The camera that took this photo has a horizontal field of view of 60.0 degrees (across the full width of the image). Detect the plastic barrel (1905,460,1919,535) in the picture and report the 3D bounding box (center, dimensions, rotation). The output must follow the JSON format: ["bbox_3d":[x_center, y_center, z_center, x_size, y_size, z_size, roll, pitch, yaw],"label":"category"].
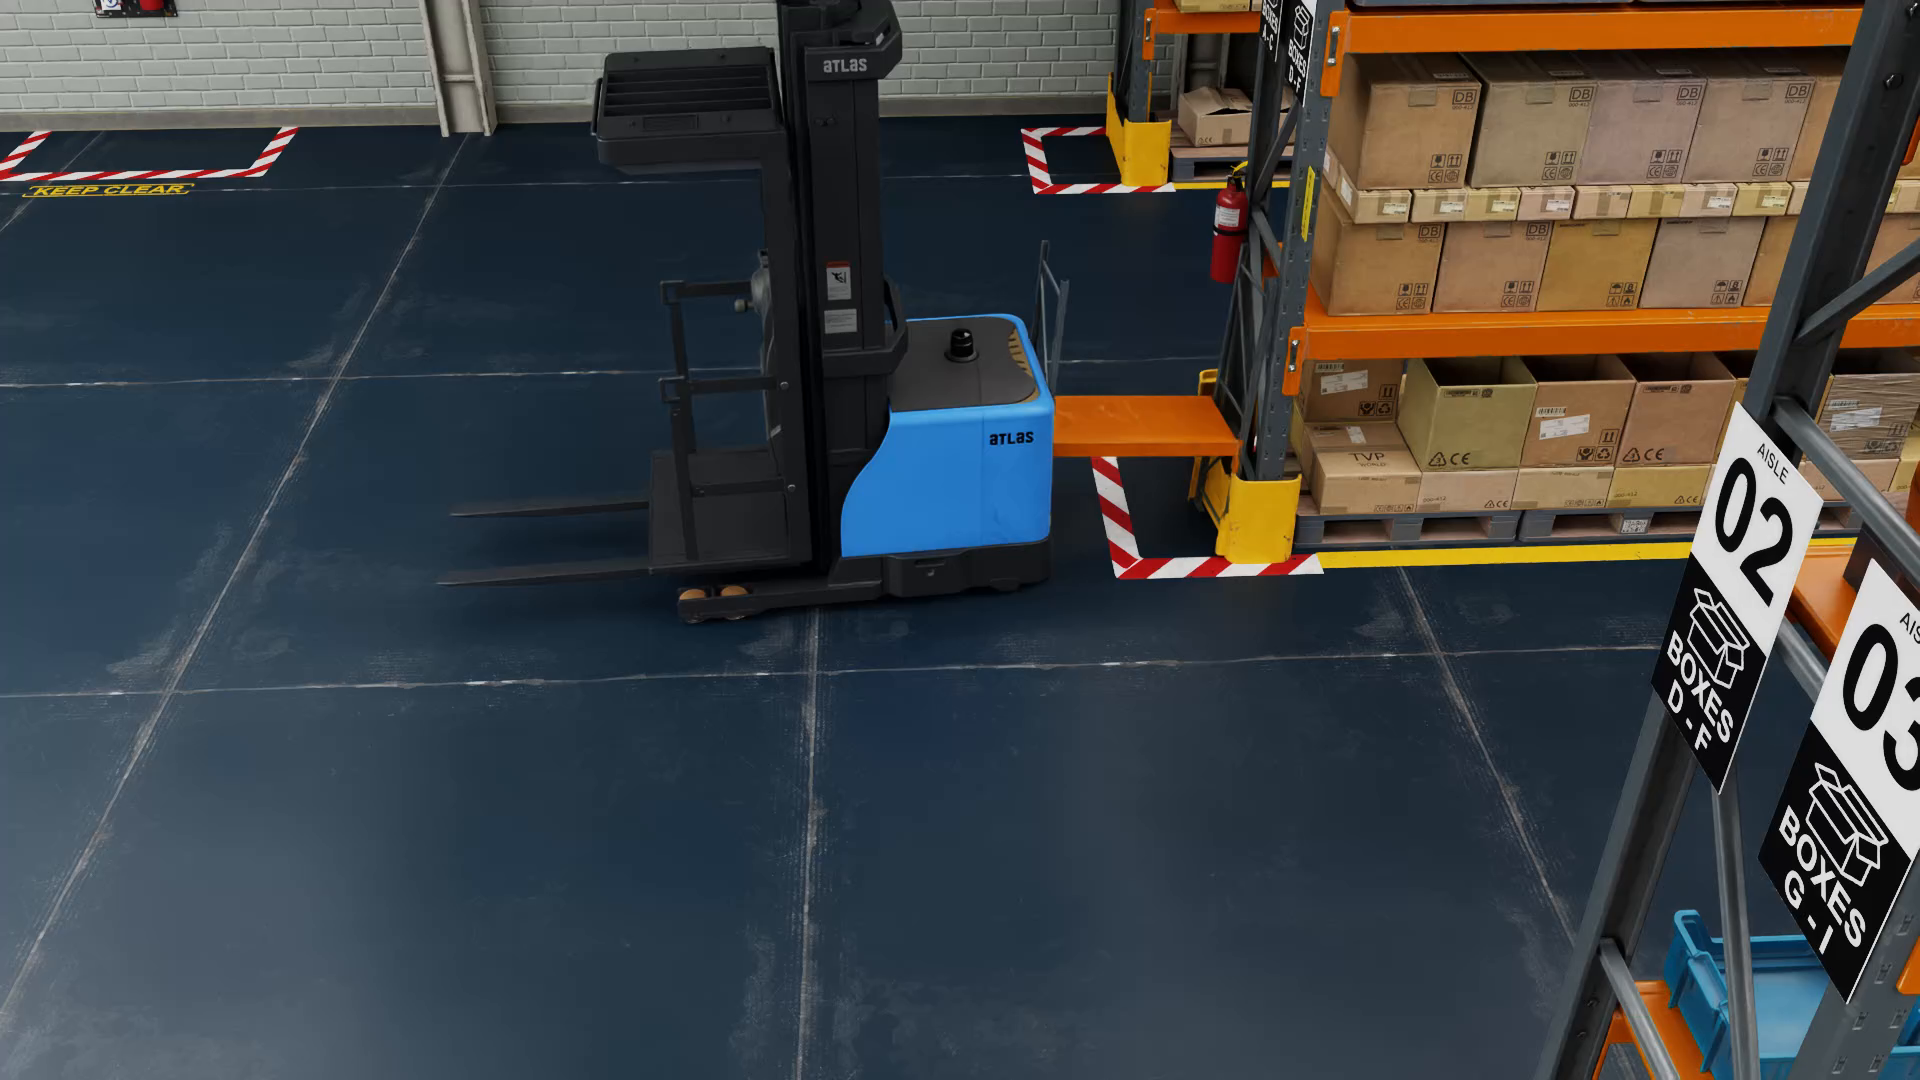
[{"bbox_3d":[2.260,-0.297,3.197,0.708,0.830,0.600,-2,35,-2],"label":"plastic barrel"}]

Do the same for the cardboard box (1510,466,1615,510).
[{"bbox_3d":[3.095,-0.403,8.780,0.500,0.250,0.500,-2,35,-2],"label":"cardboard box"}]

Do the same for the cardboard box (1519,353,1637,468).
[{"bbox_3d":[3.095,-0.718,8.576,0.500,0.500,0.500,-2,35,-2],"label":"cardboard box"}]

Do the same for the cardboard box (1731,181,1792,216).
[{"bbox_3d":[3.751,-1.689,7.933,0.250,0.149,0.380,0,35,-1],"label":"cardboard box"}]

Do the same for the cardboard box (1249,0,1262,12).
[{"bbox_3d":[2.332,-4.061,12.133,0.500,0.250,0.500,-3,35,-4],"label":"cardboard box"}]

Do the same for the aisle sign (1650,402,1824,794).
[{"bbox_3d":[1.695,0.135,3.670,0.004,0.787,0.394,-2,35,-2],"label":"aisle sign"}]

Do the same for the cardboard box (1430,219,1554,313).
[{"bbox_3d":[2.541,-1.508,8.241,0.500,0.500,0.700,-1,35,-1],"label":"cardboard box"}]

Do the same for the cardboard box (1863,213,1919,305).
[{"bbox_3d":[4.576,-1.560,8.316,0.500,0.500,0.700,-2,35,-3],"label":"cardboard box"}]

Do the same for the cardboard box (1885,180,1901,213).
[{"bbox_3d":[4.268,-1.705,7.955,0.250,0.149,0.380,-2,35,-2],"label":"cardboard box"}]

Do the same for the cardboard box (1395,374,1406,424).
[{"bbox_3d":[2.571,-0.689,9.193,0.500,0.250,0.500,-2,35,-2],"label":"cardboard box"}]

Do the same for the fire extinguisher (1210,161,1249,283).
[{"bbox_3d":[1.410,-1.673,8.636,0.183,0.674,0.296,-2,35,-2],"label":"fire extinguisher"}]

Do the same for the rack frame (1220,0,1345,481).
[{"bbox_3d":[1.550,-1.444,8.237,0.127,3.000,1.000,-2,35,-2],"label":"rack frame"}]

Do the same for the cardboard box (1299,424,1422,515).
[{"bbox_3d":[2.096,-0.374,8.739,0.500,0.250,0.500,-2,35,-2],"label":"cardboard box"}]

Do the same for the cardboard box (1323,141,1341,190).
[{"bbox_3d":[1.923,-1.871,8.196,0.250,0.149,0.380,-2,35,-3],"label":"cardboard box"}]

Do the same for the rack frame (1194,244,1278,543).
[{"bbox_3d":[1.391,-0.709,8.467,0.032,1.500,0.500,-1,33,-10],"label":"rack frame"}]

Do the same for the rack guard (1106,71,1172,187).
[{"bbox_3d":[1.388,-3.234,13.020,0.348,0.500,1.175,-2,35,-2],"label":"rack guard"}]

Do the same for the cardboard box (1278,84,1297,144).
[{"bbox_3d":[2.577,-3.318,12.921,0.500,0.311,0.500,1,35,2],"label":"cardboard box"}]

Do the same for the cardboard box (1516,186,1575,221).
[{"bbox_3d":[2.717,-1.661,7.892,0.250,0.149,0.380,-2,35,-3],"label":"cardboard box"}]

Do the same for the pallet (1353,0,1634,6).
[{"bbox_3d":[2.258,-2.646,7.415,1.213,0.211,1.003,-2,35,-2],"label":"pallet"}]

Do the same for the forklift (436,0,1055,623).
[{"bbox_3d":[-1.097,-1.118,7.826,3.031,2.935,1.130,-5,35,-7],"label":"forklift"}]

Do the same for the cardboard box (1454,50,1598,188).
[{"bbox_3d":[2.595,-2.043,7.875,0.500,0.500,0.700,-2,35,-3],"label":"cardboard box"}]

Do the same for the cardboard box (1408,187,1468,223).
[{"bbox_3d":[2.216,-1.649,7.875,0.250,0.149,0.380,-2,35,-3],"label":"cardboard box"}]

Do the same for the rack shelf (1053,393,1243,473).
[{"bbox_3d":[0.876,-0.549,8.473,1.000,0.185,0.538,-1,33,-10],"label":"rack shelf"}]

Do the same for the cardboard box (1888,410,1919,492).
[{"bbox_3d":[5.093,-0.458,8.859,0.500,0.250,0.500,-2,35,-2],"label":"cardboard box"}]

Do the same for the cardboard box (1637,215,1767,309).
[{"bbox_3d":[3.563,-1.534,8.279,0.500,0.500,0.700,-1,35,-1],"label":"cardboard box"}]

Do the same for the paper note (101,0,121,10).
[{"bbox_3d":[-6.673,-4.236,13.046,0.142,0.148,0.016,-2,35,-2],"label":"paper note"}]

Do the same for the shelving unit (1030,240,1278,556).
[{"bbox_3d":[0.900,-0.701,8.379,1.083,1.500,0.587,-1,33,-10],"label":"shelving unit"}]

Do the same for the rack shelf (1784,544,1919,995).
[{"bbox_3d":[3.779,0.380,3.598,4.000,0.370,1.077,-2,35,-2],"label":"rack shelf"}]

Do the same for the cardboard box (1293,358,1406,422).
[{"bbox_3d":[2.072,-0.978,8.952,0.500,0.500,0.500,-2,35,-2],"label":"cardboard box"}]

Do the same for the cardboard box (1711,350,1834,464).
[{"bbox_3d":[4.094,-0.743,8.613,0.500,0.500,0.500,-2,35,-2],"label":"cardboard box"}]

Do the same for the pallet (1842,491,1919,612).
[{"bbox_3d":[2.612,0.249,3.321,1.213,0.211,1.003,-2,35,-2],"label":"pallet"}]

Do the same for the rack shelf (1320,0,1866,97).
[{"bbox_3d":[3.548,-2.436,7.666,4.000,0.370,1.077,-2,35,-2],"label":"rack shelf"}]

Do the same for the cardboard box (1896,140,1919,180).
[{"bbox_3d":[4.598,-2.097,7.952,0.500,0.500,0.700,-2,35,-2],"label":"cardboard box"}]

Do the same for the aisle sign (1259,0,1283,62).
[{"bbox_3d":[1.471,-2.679,7.736,0.004,0.787,0.394,-2,35,-2],"label":"aisle sign"}]

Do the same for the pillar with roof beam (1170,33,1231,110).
[{"bbox_3d":[2.174,-4.790,7.801,0.400,9.000,9.100,-2,35,-2],"label":"pillar with roof beam"}]

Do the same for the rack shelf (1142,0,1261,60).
[{"bbox_3d":[3.310,-4.018,12.589,4.000,0.370,1.077,-2,35,-2],"label":"rack shelf"}]

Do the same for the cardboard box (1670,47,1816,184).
[{"bbox_3d":[3.599,-2.071,7.914,0.500,0.500,0.700,-2,35,-2],"label":"cardboard box"}]

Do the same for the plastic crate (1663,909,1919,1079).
[{"bbox_3d":[2.267,1.249,4.476,0.616,0.251,0.499,-2,35,-2],"label":"plastic crate"}]

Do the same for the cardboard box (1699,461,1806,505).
[{"bbox_3d":[4.094,-0.428,8.816,0.500,0.250,0.500,-2,35,-2],"label":"cardboard box"}]

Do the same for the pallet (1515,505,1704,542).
[{"bbox_3d":[3.528,-0.373,9.140,1.213,0.211,1.003,-2,35,-2],"label":"pallet"}]

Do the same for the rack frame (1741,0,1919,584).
[{"bbox_3d":[1.781,-1.096,2.462,0.127,3.000,1.000,-2,35,-2],"label":"rack frame"}]

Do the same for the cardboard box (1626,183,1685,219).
[{"bbox_3d":[3.239,-1.676,7.915,0.250,0.149,0.380,-2,35,-3],"label":"cardboard box"}]
